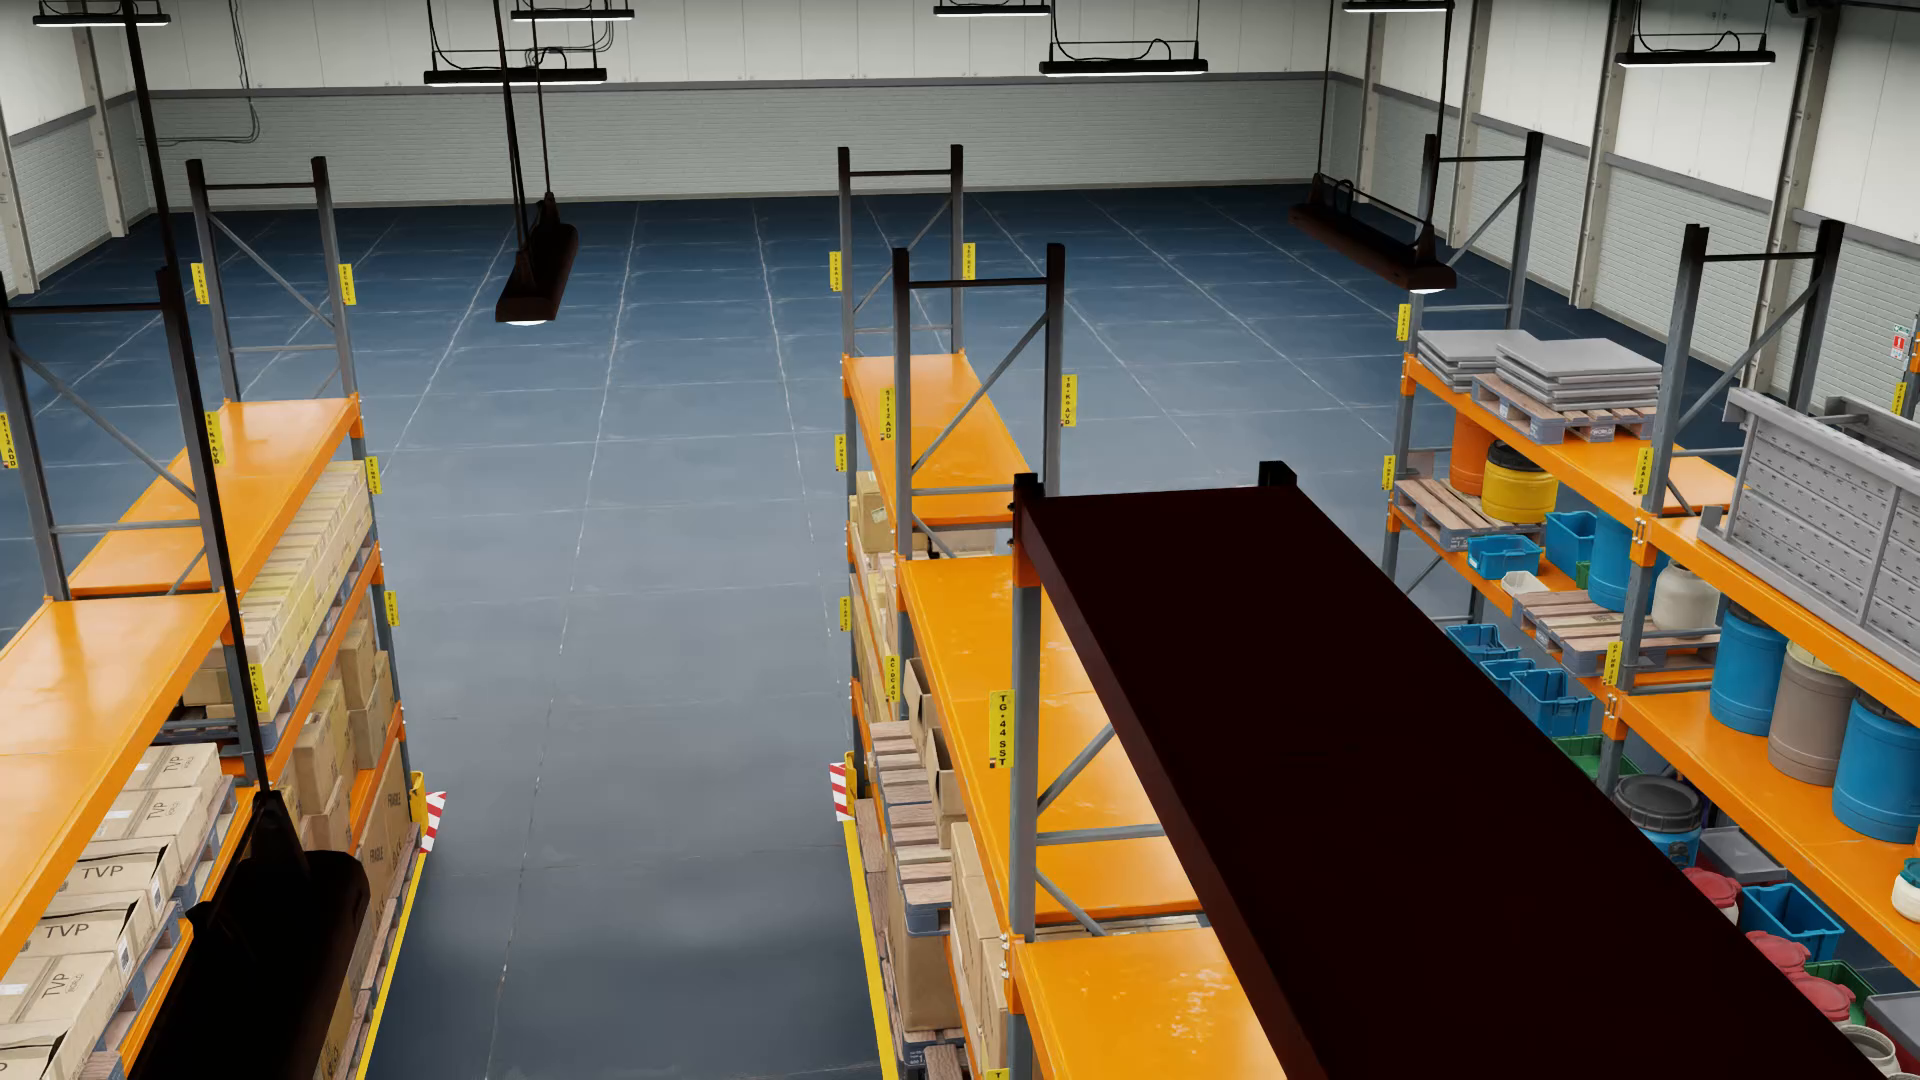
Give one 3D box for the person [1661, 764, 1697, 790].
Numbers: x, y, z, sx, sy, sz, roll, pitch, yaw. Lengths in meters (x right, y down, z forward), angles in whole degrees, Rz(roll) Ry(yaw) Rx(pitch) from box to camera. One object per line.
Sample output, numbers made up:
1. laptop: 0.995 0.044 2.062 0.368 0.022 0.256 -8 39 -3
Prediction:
1. person: 6.293 1.775 14.344 0.436 0.962 0.478 19 28 39
